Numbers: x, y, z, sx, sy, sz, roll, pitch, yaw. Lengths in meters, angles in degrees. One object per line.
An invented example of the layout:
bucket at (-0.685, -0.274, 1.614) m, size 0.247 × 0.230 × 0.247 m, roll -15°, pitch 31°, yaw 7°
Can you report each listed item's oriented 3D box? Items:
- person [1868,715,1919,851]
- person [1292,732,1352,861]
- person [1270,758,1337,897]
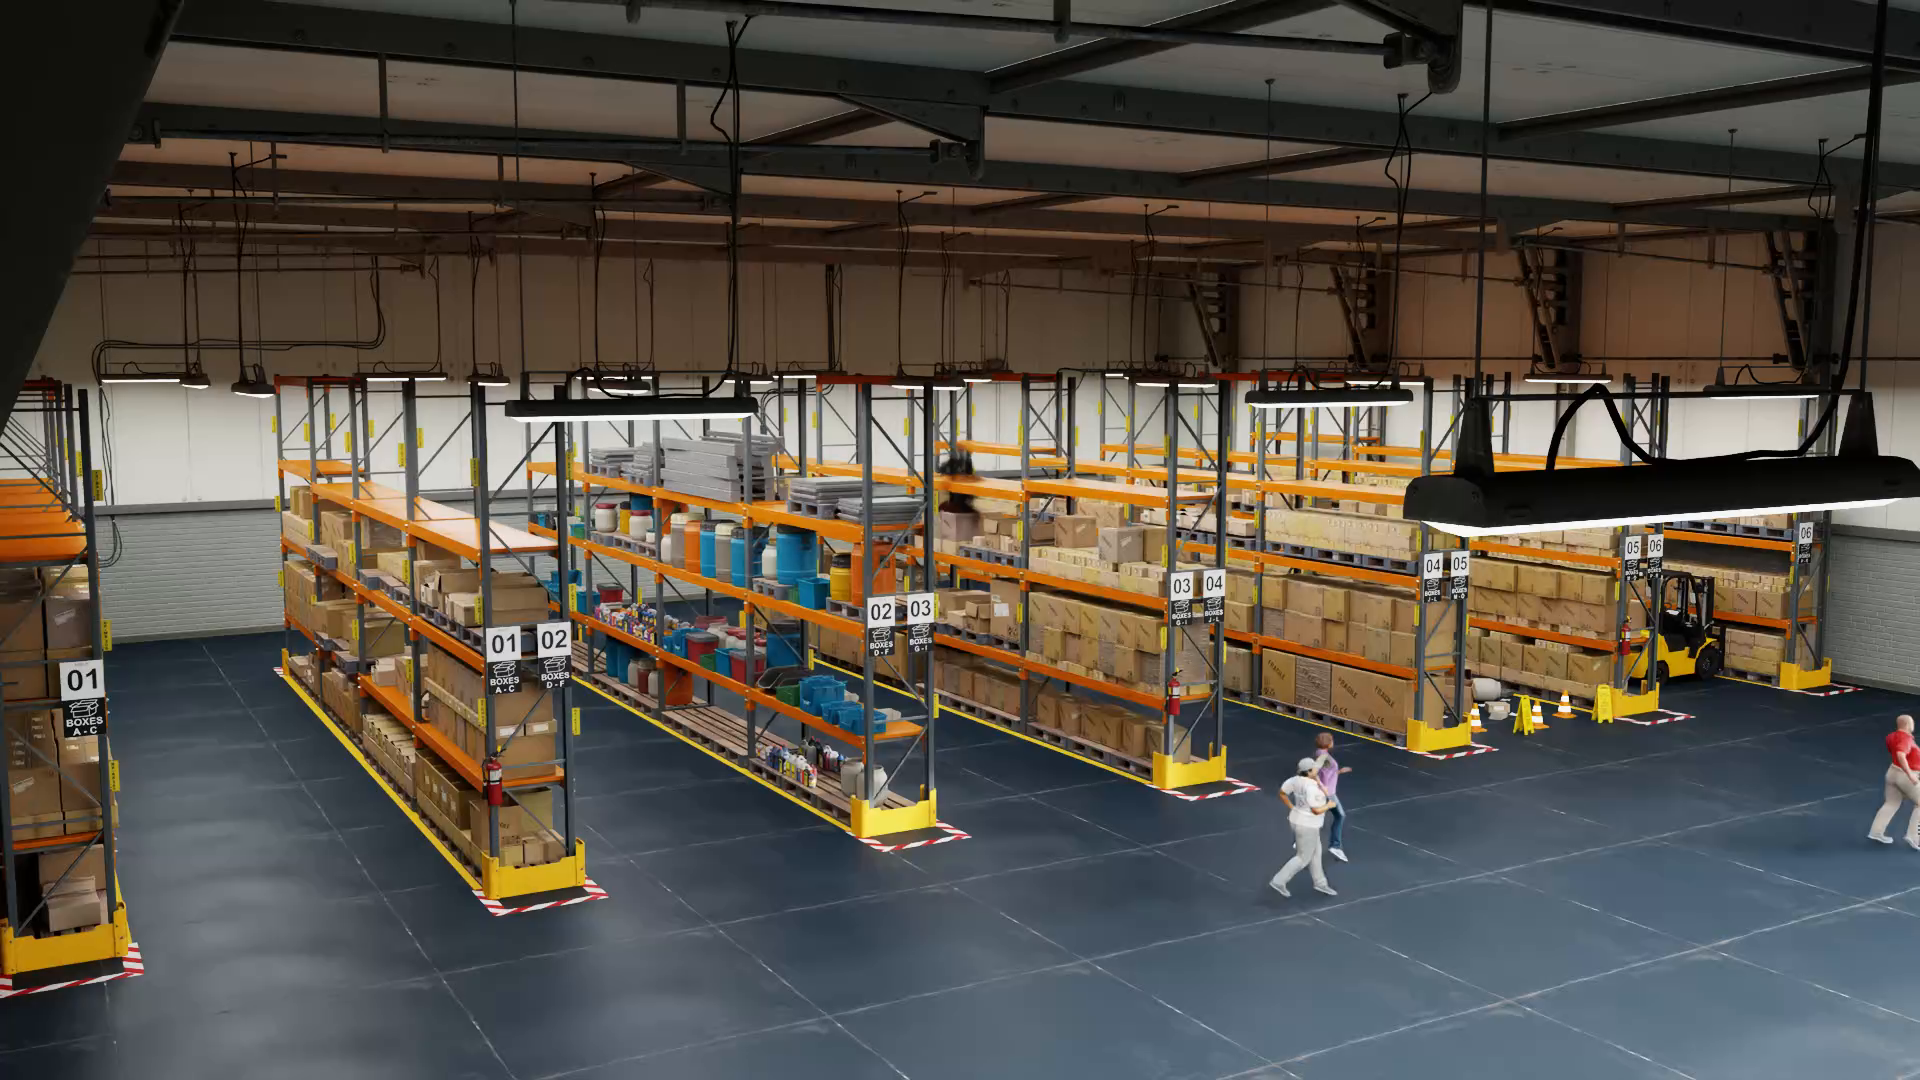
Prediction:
person at (12.177, 3.143, 21.462) m, size 0.768 × 1.798 × 0.631 m, roll -1°, pitch 6°, yaw -7°
person at (4.586, 3.245, 21.014) m, size 0.728 × 1.628 × 0.507 m, roll -1°, pitch 6°, yaw -5°
person at (4.041, 3.369, 19.408) m, size 0.866 × 1.687 × 0.602 m, roll -1°, pitch 6°, yaw -9°
